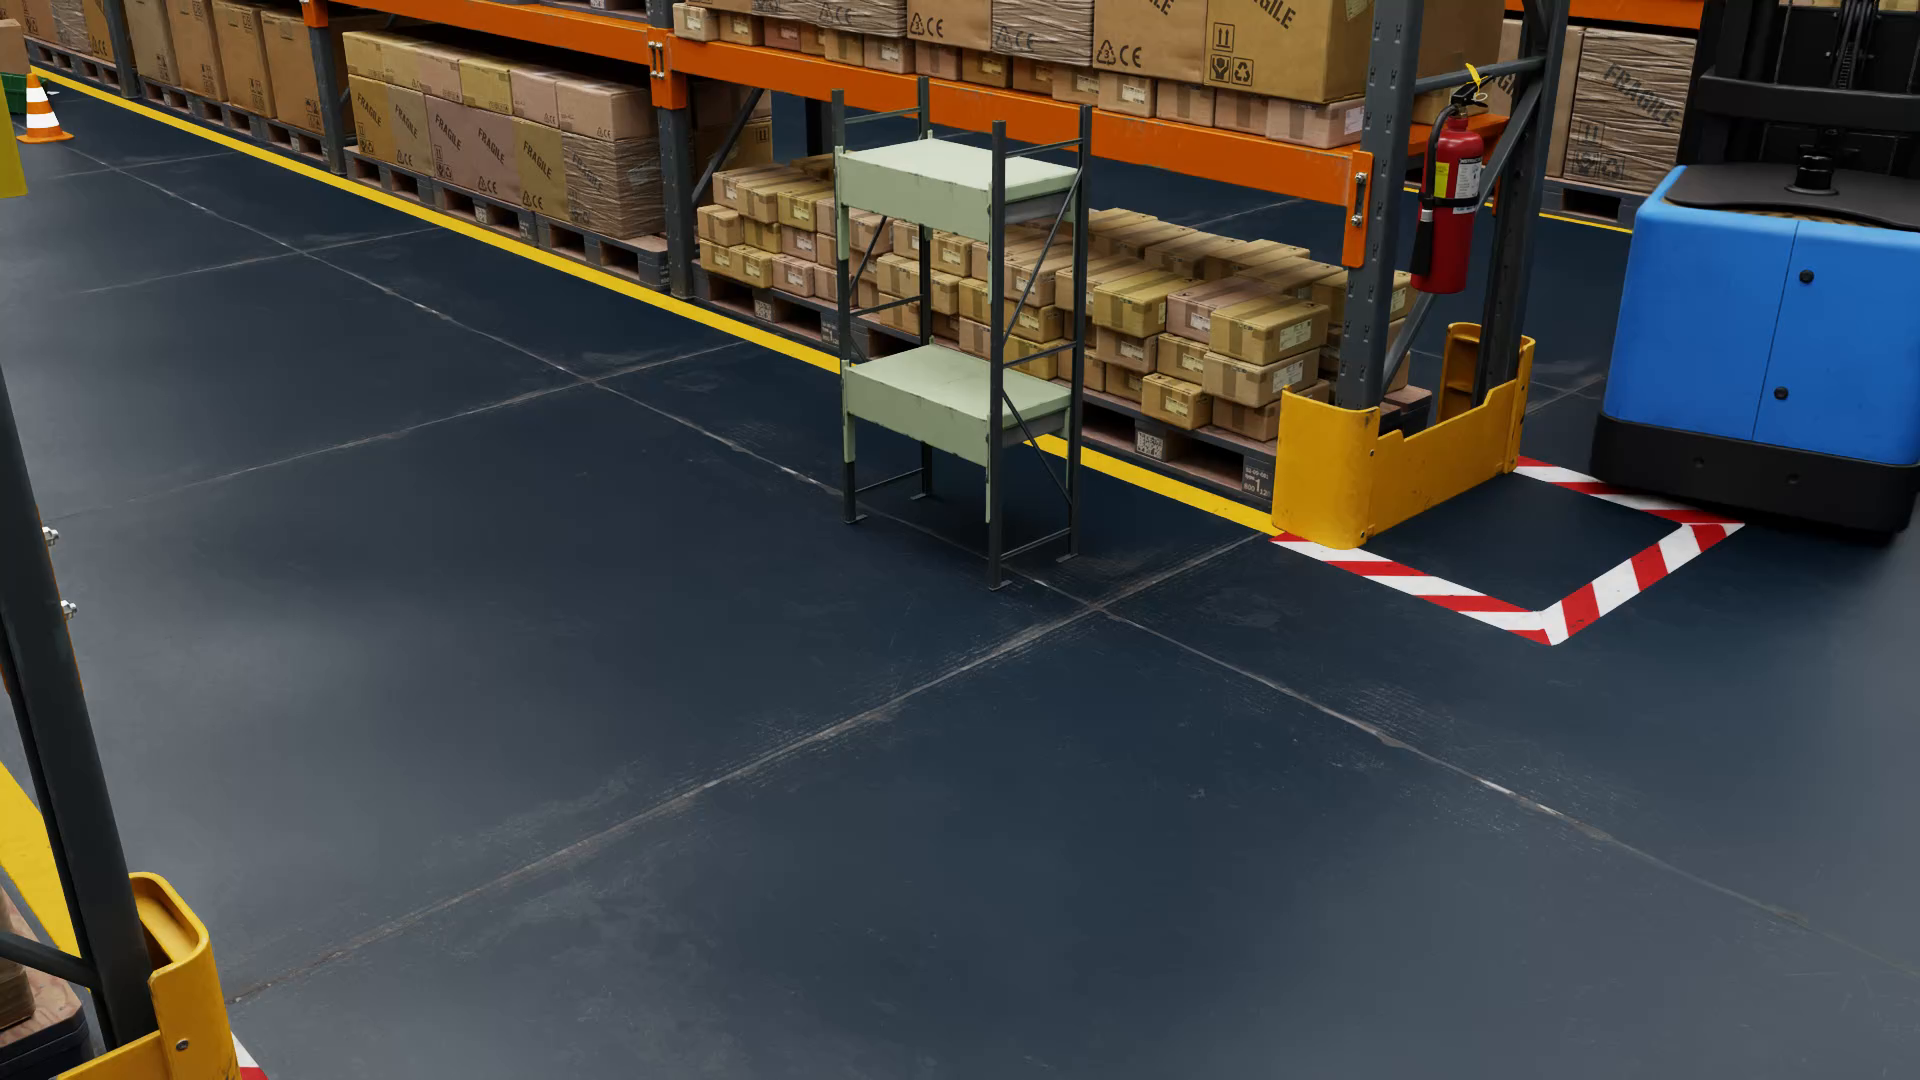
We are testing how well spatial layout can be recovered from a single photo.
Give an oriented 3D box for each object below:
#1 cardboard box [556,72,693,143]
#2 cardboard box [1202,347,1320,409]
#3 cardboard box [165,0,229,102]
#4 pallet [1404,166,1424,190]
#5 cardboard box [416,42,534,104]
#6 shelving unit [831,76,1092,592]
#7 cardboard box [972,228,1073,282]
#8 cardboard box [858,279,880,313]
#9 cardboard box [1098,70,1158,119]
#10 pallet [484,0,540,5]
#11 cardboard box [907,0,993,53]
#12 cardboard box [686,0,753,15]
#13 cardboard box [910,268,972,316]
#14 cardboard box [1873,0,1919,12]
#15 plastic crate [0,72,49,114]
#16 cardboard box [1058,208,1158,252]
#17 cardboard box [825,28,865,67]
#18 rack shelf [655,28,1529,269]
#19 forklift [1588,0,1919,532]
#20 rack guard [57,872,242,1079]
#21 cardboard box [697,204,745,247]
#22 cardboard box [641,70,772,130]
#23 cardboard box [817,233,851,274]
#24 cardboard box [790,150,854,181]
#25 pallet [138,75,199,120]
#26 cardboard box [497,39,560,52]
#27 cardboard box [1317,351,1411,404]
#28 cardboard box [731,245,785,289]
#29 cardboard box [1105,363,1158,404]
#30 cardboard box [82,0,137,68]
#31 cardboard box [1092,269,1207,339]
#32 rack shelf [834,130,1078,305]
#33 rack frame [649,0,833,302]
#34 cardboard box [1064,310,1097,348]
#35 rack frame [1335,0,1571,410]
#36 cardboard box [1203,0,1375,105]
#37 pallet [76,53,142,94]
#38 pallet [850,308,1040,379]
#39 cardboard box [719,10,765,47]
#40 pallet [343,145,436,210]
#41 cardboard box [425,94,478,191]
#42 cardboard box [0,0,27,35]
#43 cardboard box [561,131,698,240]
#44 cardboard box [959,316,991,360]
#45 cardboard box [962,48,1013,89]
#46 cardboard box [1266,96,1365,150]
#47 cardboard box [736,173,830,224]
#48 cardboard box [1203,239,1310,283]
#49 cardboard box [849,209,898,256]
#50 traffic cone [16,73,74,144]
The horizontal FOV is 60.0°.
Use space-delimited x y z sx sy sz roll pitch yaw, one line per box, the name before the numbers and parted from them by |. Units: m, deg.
cardboard box | -1.760 -2.275 8.725 0.500 0.250 0.500 -22 33 -40
cardboard box | 1.099 -0.622 6.071 0.380 0.149 0.250 -22 33 -40
cardboard box | -5.388 -3.861 12.805 1.050 0.750 0.750 -21 32 -38
pallet | 3.086 -2.581 11.154 1.003 0.211 1.213 -21 32 -38
cardboard box | -2.830 -2.748 9.762 0.500 0.250 0.500 -21 32 -38
shelving unit | -0.005 -0.684 5.443 0.431 1.500 0.755 -21 32 -38
cardboard box | 0.267 -1.175 6.925 0.250 0.149 0.380 23 33 40
cardboard box | -0.243 -1.143 7.570 0.250 0.149 0.380 22 33 40
cardboard box | 0.722 -1.647 6.048 0.380 0.149 0.250 -20 31 -37
pallet | -2.417 -3.262 9.518 1.003 0.211 1.213 -21 32 -38
cardboard box | 0.138 -2.220 6.524 0.500 0.500 0.500 -19 31 -36
cardboard box | -0.912 -2.685 7.543 0.500 0.500 0.500 -22 32 -39
cardboard box | 0.009 -1.091 7.098 0.380 0.149 0.250 -21 32 -38
cardboard box | 4.873 -2.791 8.556 0.380 0.149 0.250 -20 32 -38
plastic crate | -7.609 -3.577 13.297 0.450 0.188 0.662 4 23 -16
cardboard box | 0.644 -1.327 7.257 0.380 0.149 0.250 -21 32 -38
cardboard box | -0.354 -2.131 7.110 0.380 0.149 0.250 -21 32 -38
rack shelf | 0.301 -1.793 6.932 1.077 0.370 4.000 -21 32 -38
forklift | 3.481 -1.930 6.450 1.130 2.935 3.031 13 28 27
rack guard | -1.860 1.065 2.812 1.175 0.500 0.348 -21 32 -38
cardboard box | -1.052 -1.555 8.114 0.380 0.149 0.250 -19 31 -36
cardboard box | -1.379 -2.420 9.042 0.500 0.250 0.500 22 33 39
cardboard box | -0.438 -1.357 7.682 0.250 0.149 0.380 22 32 39
cardboard box | -0.633 -1.857 8.418 0.380 0.149 0.250 -20 31 -37
pallet | -5.952 -3.669 13.537 1.003 0.211 1.213 -21 32 -38
cardboard box | -2.452 -2.892 10.077 0.500 0.250 0.500 -20 31 -37
cardboard box | 1.543 -0.658 6.506 0.380 0.149 0.250 -20 32 -37
cardboard box | -0.870 -1.338 7.997 0.380 0.149 0.250 -20 31 -37
cardboard box | 0.788 -0.662 6.516 0.380 0.149 0.250 -21 32 -39
cardboard box | -6.913 -4.584 14.239 0.875 0.875 0.875 -21 32 -38
cardboard box | 0.721 -0.902 6.325 0.380 0.149 0.250 -22 33 -40
rack shelf | -0.005 -1.039 5.281 0.431 0.370 0.720 -21 32 -38
rack frame | -1.066 -2.726 8.111 1.000 3.000 0.127 -21 32 -38
cardboard box | 0.634 -0.890 6.657 0.380 0.149 0.250 -22 32 -39
rack frame | 1.668 -1.514 5.455 1.000 3.000 0.127 -21 32 -38
cardboard box | 1.173 -1.758 5.511 0.500 0.500 0.500 -20 32 -37
pallet | -6.997 -4.134 14.557 1.003 0.211 1.213 -21 32 -38
pallet | 0.257 -0.894 7.455 1.003 0.211 1.213 -21 32 -38
cardboard box | -0.881 -2.376 7.646 0.380 0.149 0.250 -20 31 -37
pallet | -3.267 -2.432 10.827 1.003 0.211 1.213 -21 32 -38
cardboard box | -2.803 -2.399 9.901 0.500 0.500 0.500 -22 33 -40
cardboard box | -8.757 -5.399 16.025 0.875 0.875 0.875 -21 32 -38
cardboard box | -1.756 -1.932 8.878 0.500 0.500 0.500 -22 32 -39
cardboard box | 0.218 -0.881 6.996 0.380 0.149 0.250 -20 32 -37
cardboard box | 0.229 -1.909 6.624 0.380 0.149 0.250 -21 32 -38
cardboard box | 1.238 -1.418 5.548 0.380 0.149 0.250 -21 32 -38
cardboard box | -0.837 -1.627 7.915 0.380 0.149 0.250 -19 31 -36
cardboard box | 1.203 -1.096 6.750 0.380 0.149 0.250 -21 32 -39
cardboard box | -0.319 -1.392 7.399 0.380 0.149 0.250 -20 31 -37
traffic cone | -6.720 -3.161 12.121 0.336 0.463 0.334 -21 32 -38
